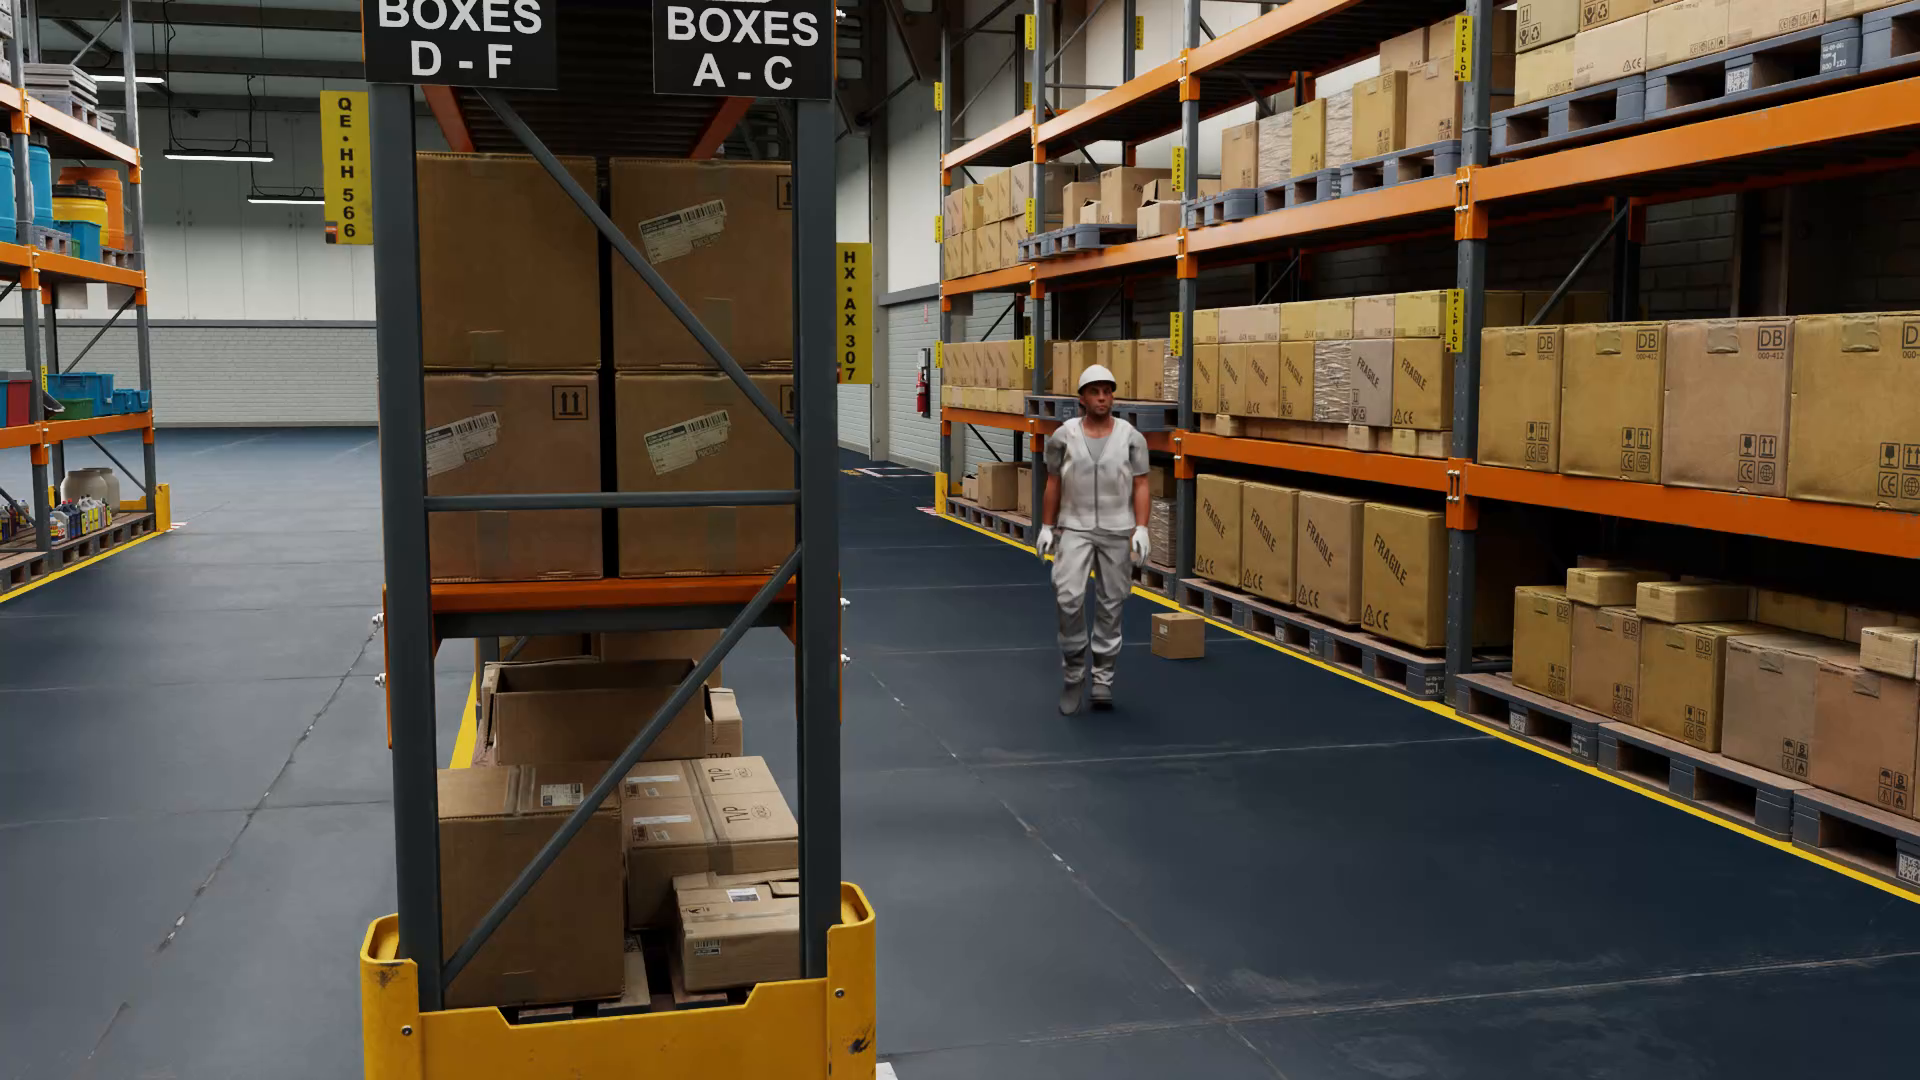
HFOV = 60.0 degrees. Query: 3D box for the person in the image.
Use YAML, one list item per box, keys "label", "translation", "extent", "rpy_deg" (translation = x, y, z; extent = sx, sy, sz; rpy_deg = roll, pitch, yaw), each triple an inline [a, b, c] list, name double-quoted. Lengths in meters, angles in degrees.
- label: "person"
  translation: [0.698, 0.006, 8.678]
  extent: [0.592, 1.834, 0.511]
  rpy_deg: [0, 6, 1]
